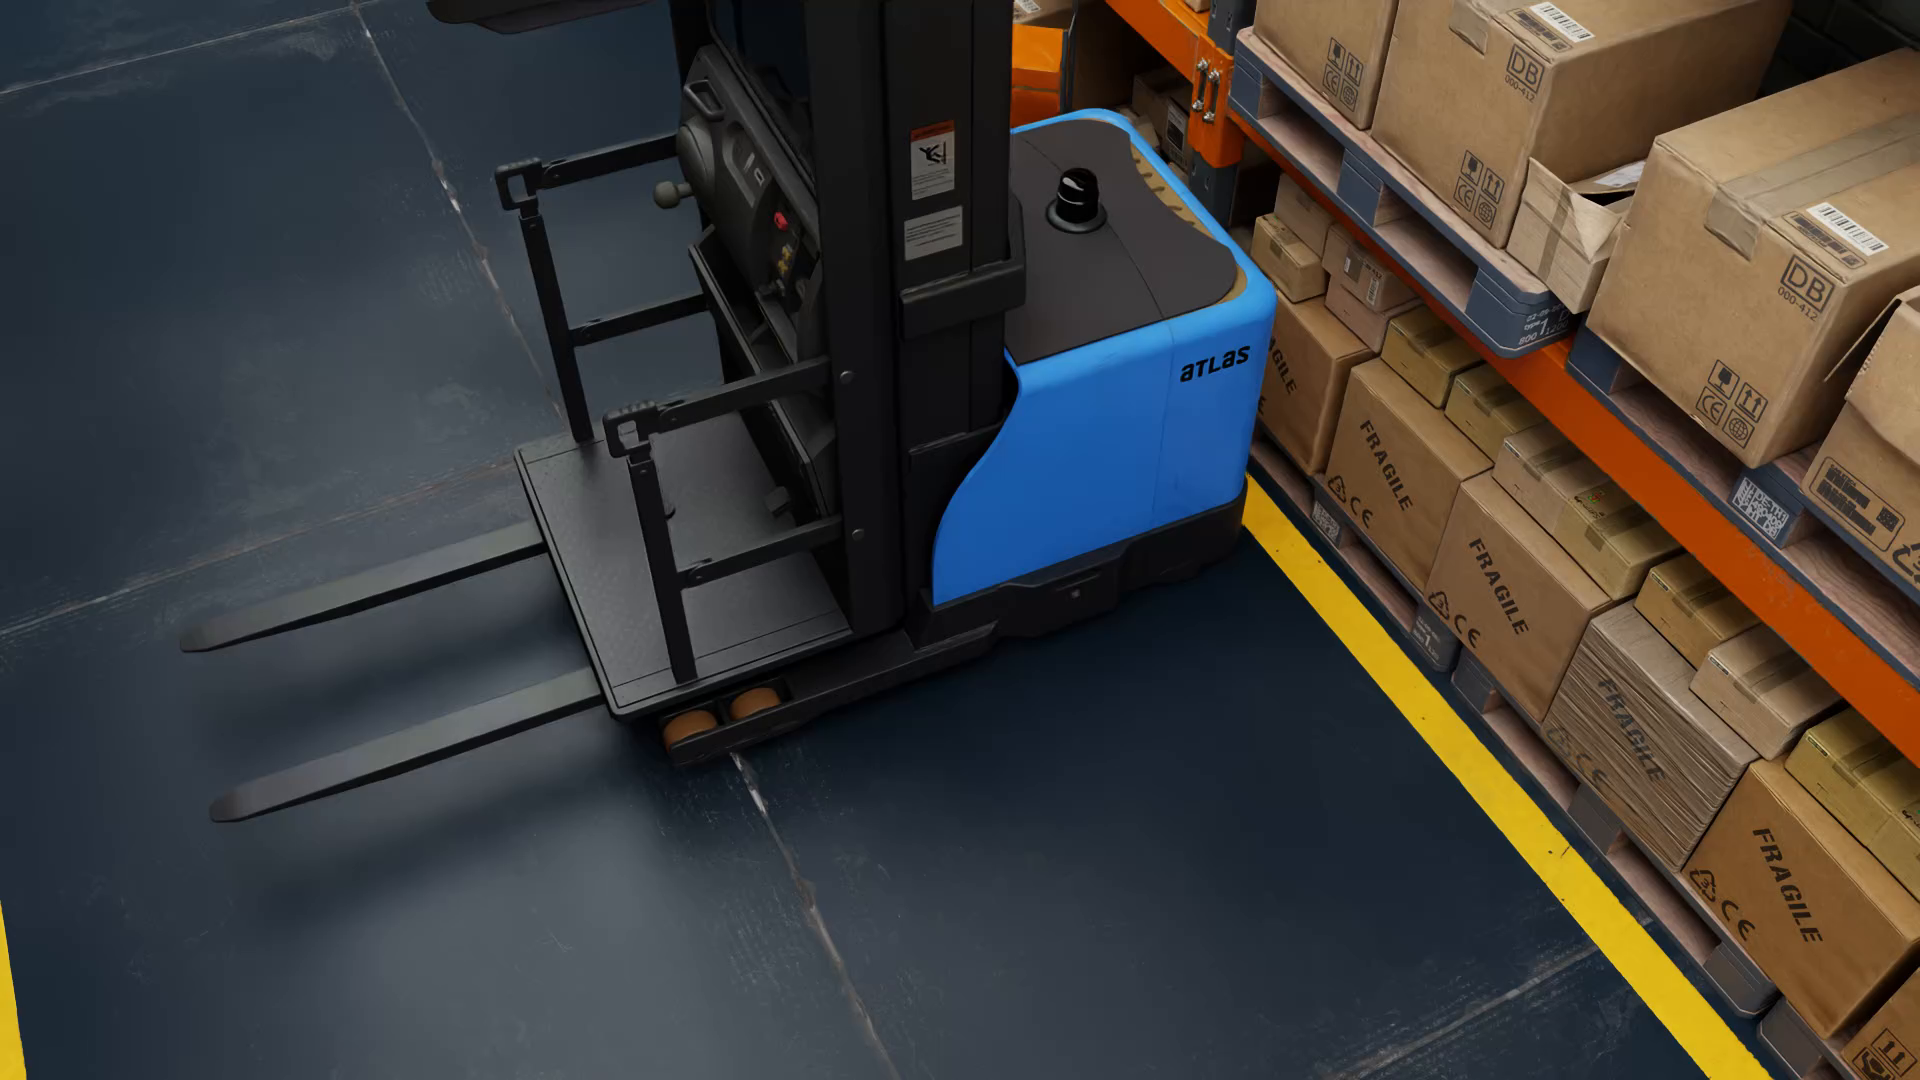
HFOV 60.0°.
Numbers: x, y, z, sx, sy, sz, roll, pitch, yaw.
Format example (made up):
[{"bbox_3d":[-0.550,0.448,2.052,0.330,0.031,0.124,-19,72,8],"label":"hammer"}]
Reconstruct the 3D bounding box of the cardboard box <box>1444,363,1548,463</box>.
[{"bbox_3d":[1.564,-0.383,4.543,0.380,0.149,0.250,-22,52,-18],"label":"cardboard box"}]

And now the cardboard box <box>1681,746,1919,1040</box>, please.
[{"bbox_3d":[2.160,0.774,3.962,0.500,0.500,0.500,-19,52,-16],"label":"cardboard box"}]

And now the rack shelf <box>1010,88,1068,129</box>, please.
[{"bbox_3d":[0.099,-1.358,5.433,0.480,0.148,0.258,8,49,7],"label":"rack shelf"}]

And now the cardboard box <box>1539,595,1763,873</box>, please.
[{"bbox_3d":[1.906,0.432,4.261,0.500,0.500,0.500,-23,53,-19],"label":"cardboard box"}]

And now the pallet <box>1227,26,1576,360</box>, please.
[{"bbox_3d":[1.444,-1.056,4.308,1.003,0.211,1.213,-21,52,-18],"label":"pallet"}]

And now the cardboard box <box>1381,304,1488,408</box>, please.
[{"bbox_3d":[1.426,-0.562,4.699,0.380,0.149,0.250,-24,53,-19],"label":"cardboard box"}]

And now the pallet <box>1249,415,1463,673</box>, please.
[{"bbox_3d":[1.581,-0.242,5.321,1.003,0.211,1.213,-21,52,-18],"label":"pallet"}]

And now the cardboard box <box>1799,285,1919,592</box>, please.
[{"bbox_3d":[2.095,-0.215,3.098,0.797,0.503,0.637,-22,52,-18],"label":"cardboard box"}]

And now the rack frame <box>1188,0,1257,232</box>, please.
[{"bbox_3d":[1.176,-1.691,4.737,1.000,3.000,0.127,-21,52,-18],"label":"rack frame"}]

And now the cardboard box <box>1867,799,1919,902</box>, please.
[{"bbox_3d":[2.241,0.658,3.633,0.380,0.149,0.250,-20,52,-16],"label":"cardboard box"}]

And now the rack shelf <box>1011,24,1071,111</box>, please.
[{"bbox_3d":[0.099,-1.514,5.255,0.480,0.148,0.258,8,49,7],"label":"rack shelf"}]

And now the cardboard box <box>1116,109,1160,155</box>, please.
[{"bbox_3d":[0.496,-1.440,6.054,0.396,0.266,0.258,-19,52,-16],"label":"cardboard box"}]

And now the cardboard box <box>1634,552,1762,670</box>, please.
[{"bbox_3d":[1.906,0.134,4.090,0.380,0.149,0.250,-21,52,-17],"label":"cardboard box"}]

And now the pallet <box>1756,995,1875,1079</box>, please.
[{"bbox_3d":[2.698,1.391,3.893,1.003,0.211,1.213,-21,52,-18],"label":"pallet"}]

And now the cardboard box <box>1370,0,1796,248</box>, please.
[{"bbox_3d":[1.435,-1.115,3.887,0.700,0.500,0.500,-21,52,-17],"label":"cardboard box"}]

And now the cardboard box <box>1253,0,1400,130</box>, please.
[{"bbox_3d":[1.198,-1.462,4.190,0.700,0.500,0.500,-20,52,-17],"label":"cardboard box"}]

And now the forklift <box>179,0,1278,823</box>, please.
[{"bbox_3d":[-0.697,-0.784,3.988,3.031,2.935,1.130,-19,51,-16],"label":"forklift"}]

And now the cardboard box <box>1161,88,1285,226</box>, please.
[{"bbox_3d":[1.083,-1.468,6.048,0.500,0.311,0.500,-19,52,-16],"label":"cardboard box"}]

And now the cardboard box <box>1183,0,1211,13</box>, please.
[{"bbox_3d":[0.805,-1.735,4.942,0.380,0.149,0.250,-21,52,-17],"label":"cardboard box"}]

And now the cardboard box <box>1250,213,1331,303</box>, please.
[{"bbox_3d":[1.103,-0.888,4.985,0.380,0.149,0.250,-19,51,-16],"label":"cardboard box"}]

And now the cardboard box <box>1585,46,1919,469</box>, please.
[{"bbox_3d":[1.794,-0.590,3.428,0.700,0.500,0.500,-21,52,-18],"label":"cardboard box"}]

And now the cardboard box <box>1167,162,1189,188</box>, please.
[{"bbox_3d":[0.660,-1.163,5.889,0.380,0.149,0.250,-23,53,-19],"label":"cardboard box"}]

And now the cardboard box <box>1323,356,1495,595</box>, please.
[{"bbox_3d":[1.449,-0.252,4.860,0.500,0.500,0.500,-22,52,-18],"label":"cardboard box"}]

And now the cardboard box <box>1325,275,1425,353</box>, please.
[{"bbox_3d":[1.299,-0.730,4.846,0.380,0.149,0.250,-22,53,-19],"label":"cardboard box"}]

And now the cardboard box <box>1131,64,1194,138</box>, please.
[{"bbox_3d":[0.885,-1.705,6.363,0.380,0.149,0.250,-22,52,-18],"label":"cardboard box"}]

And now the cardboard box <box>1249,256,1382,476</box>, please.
[{"bbox_3d":[1.197,-0.605,5.168,0.500,0.500,0.500,-19,52,-16],"label":"cardboard box"}]

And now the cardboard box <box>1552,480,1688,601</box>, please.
[{"bbox_3d":[1.756,-0.036,4.240,0.380,0.149,0.250,-19,52,-16],"label":"cardboard box"}]

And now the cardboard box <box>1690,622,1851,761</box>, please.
[{"bbox_3d":[1.973,0.316,3.931,0.380,0.149,0.250,-23,53,-19],"label":"cardboard box"}]

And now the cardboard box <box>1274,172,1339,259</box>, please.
[{"bbox_3d":[1.157,-1.007,4.891,0.380,0.149,0.250,-22,52,-18],"label":"cardboard box"}]

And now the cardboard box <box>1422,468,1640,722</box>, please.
[{"bbox_3d":[1.674,0.083,4.566,0.500,0.500,0.500,-23,53,-19],"label":"cardboard box"}]

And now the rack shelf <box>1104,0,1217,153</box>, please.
[{"bbox_3d":[0.260,-2.793,6.178,1.077,0.370,4.000,-21,52,-18],"label":"rack shelf"}]

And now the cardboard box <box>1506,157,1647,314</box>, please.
[{"bbox_3d":[1.470,-0.723,3.700,0.396,0.266,0.258,-19,51,-16],"label":"cardboard box"}]

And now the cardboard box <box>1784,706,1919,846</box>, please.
[{"bbox_3d":[2.126,0.491,3.778,0.380,0.149,0.250,-22,52,-18],"label":"cardboard box"}]

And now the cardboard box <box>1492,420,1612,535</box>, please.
[{"bbox_3d":[1.645,-0.203,4.386,0.380,0.149,0.250,-21,52,-18],"label":"cardboard box"}]

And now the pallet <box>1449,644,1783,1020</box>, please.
[{"bbox_3d":[2.144,0.576,4.606,1.003,0.211,1.213,-21,52,-18],"label":"pallet"}]

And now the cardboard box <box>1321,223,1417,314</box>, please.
[{"bbox_3d":[1.265,-0.829,4.735,0.380,0.149,0.250,-24,53,-19],"label":"cardboard box"}]

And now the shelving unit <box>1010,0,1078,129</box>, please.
[{"bbox_3d":[0.099,-1.255,5.551,0.503,1.200,0.258,8,49,7],"label":"shelving unit"}]

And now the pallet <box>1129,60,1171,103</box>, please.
[{"bbox_3d":[0.300,-2.051,6.904,1.003,0.211,1.213,-21,52,-18],"label":"pallet"}]

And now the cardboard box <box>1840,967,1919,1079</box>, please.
[{"bbox_3d":[2.402,1.123,3.657,0.500,0.500,0.500,-22,52,-18],"label":"cardboard box"}]

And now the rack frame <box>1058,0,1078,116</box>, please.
[{"bbox_3d":[0.339,-1.221,5.520,0.015,1.200,0.240,8,49,7],"label":"rack frame"}]

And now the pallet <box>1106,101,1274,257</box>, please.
[{"bbox_3d":[0.862,-1.233,6.189,1.003,0.211,1.213,-21,52,-18],"label":"pallet"}]

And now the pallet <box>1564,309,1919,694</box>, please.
[{"bbox_3d":[2.112,-0.251,3.604,1.003,0.211,1.213,-21,52,-18],"label":"pallet"}]

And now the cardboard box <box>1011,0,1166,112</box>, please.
[{"bbox_3d":[0.372,-1.962,6.354,0.700,0.500,0.500,-23,53,-19],"label":"cardboard box"}]

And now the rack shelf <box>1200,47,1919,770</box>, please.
[{"bbox_3d":[2.091,-0.116,3.837,1.077,0.370,4.000,-21,52,-18],"label":"rack shelf"}]
